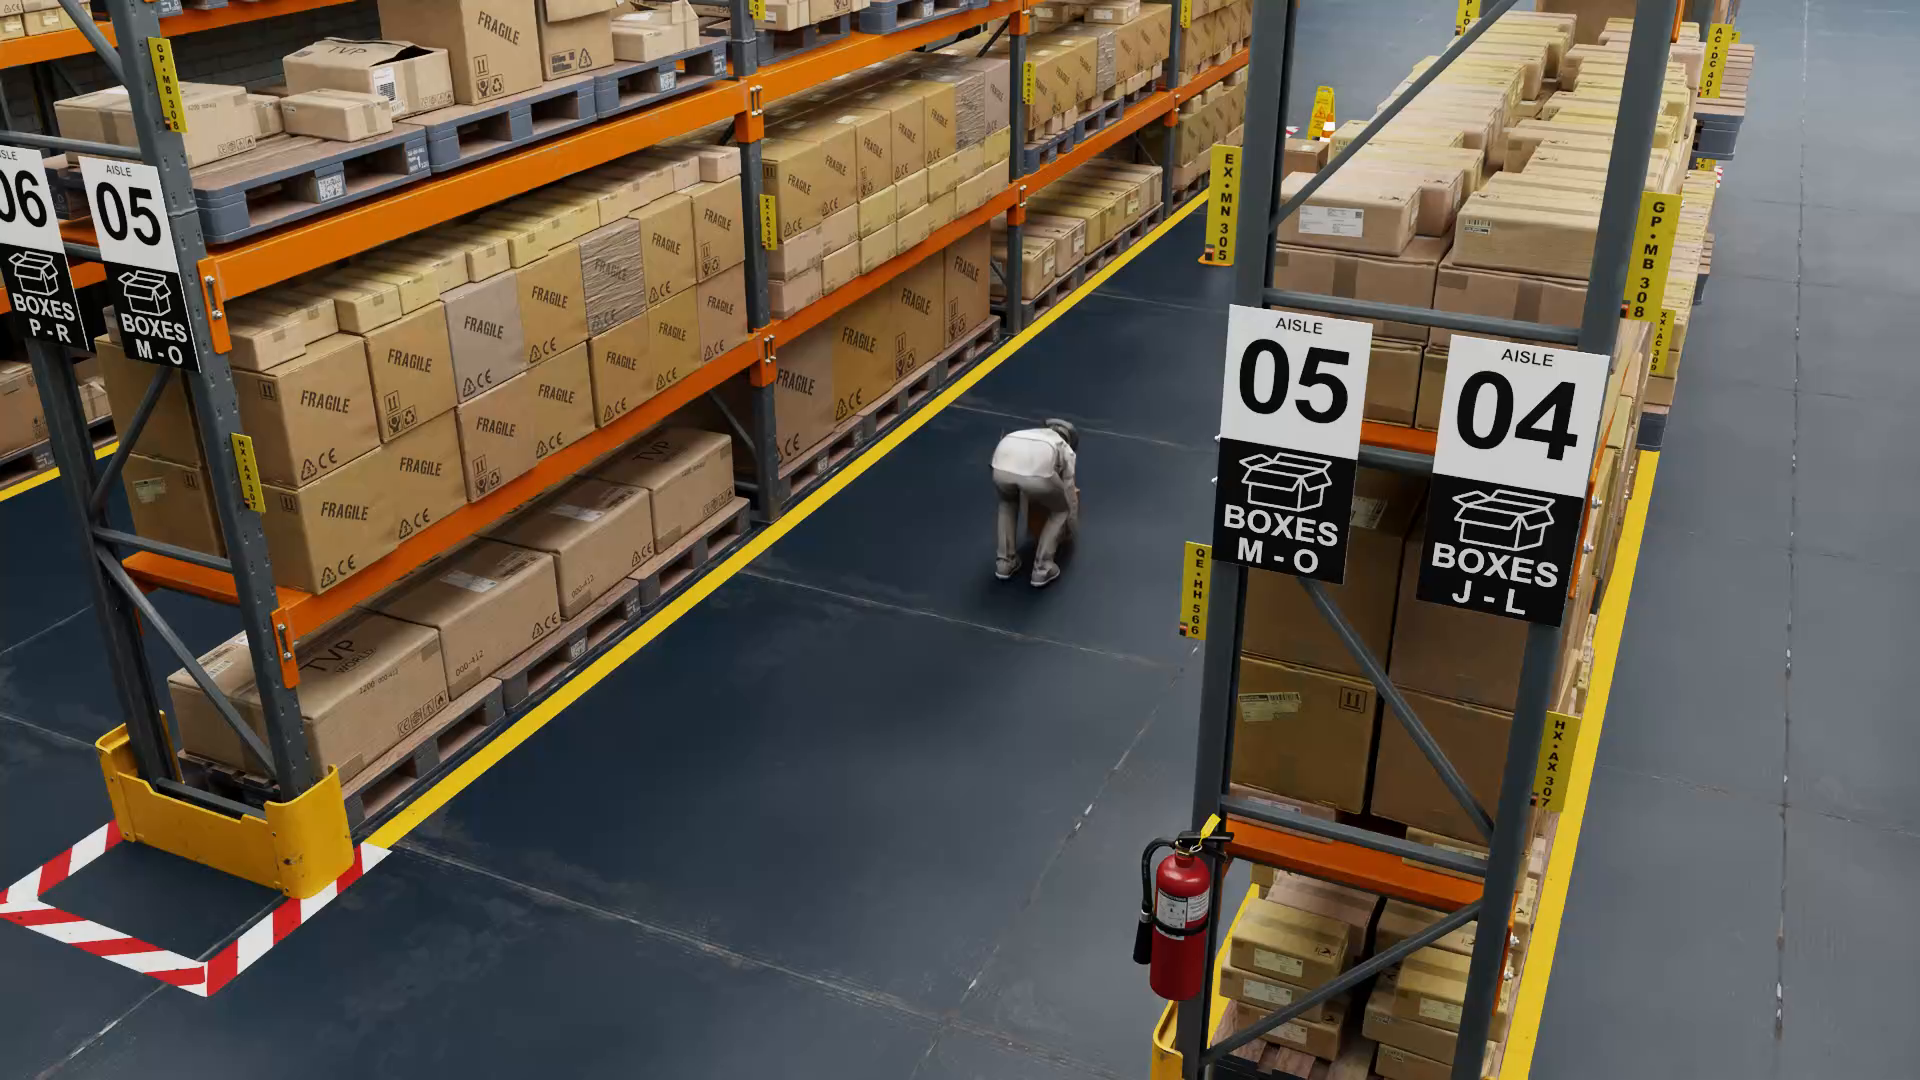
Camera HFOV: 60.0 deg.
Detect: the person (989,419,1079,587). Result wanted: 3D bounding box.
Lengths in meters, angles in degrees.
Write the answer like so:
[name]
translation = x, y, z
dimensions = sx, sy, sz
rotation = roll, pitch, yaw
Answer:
[person]
translation = 0.467, -0.278, 9.986
dimensions = 0.452, 0.947, 0.890
rotation = 10, 28, 19
